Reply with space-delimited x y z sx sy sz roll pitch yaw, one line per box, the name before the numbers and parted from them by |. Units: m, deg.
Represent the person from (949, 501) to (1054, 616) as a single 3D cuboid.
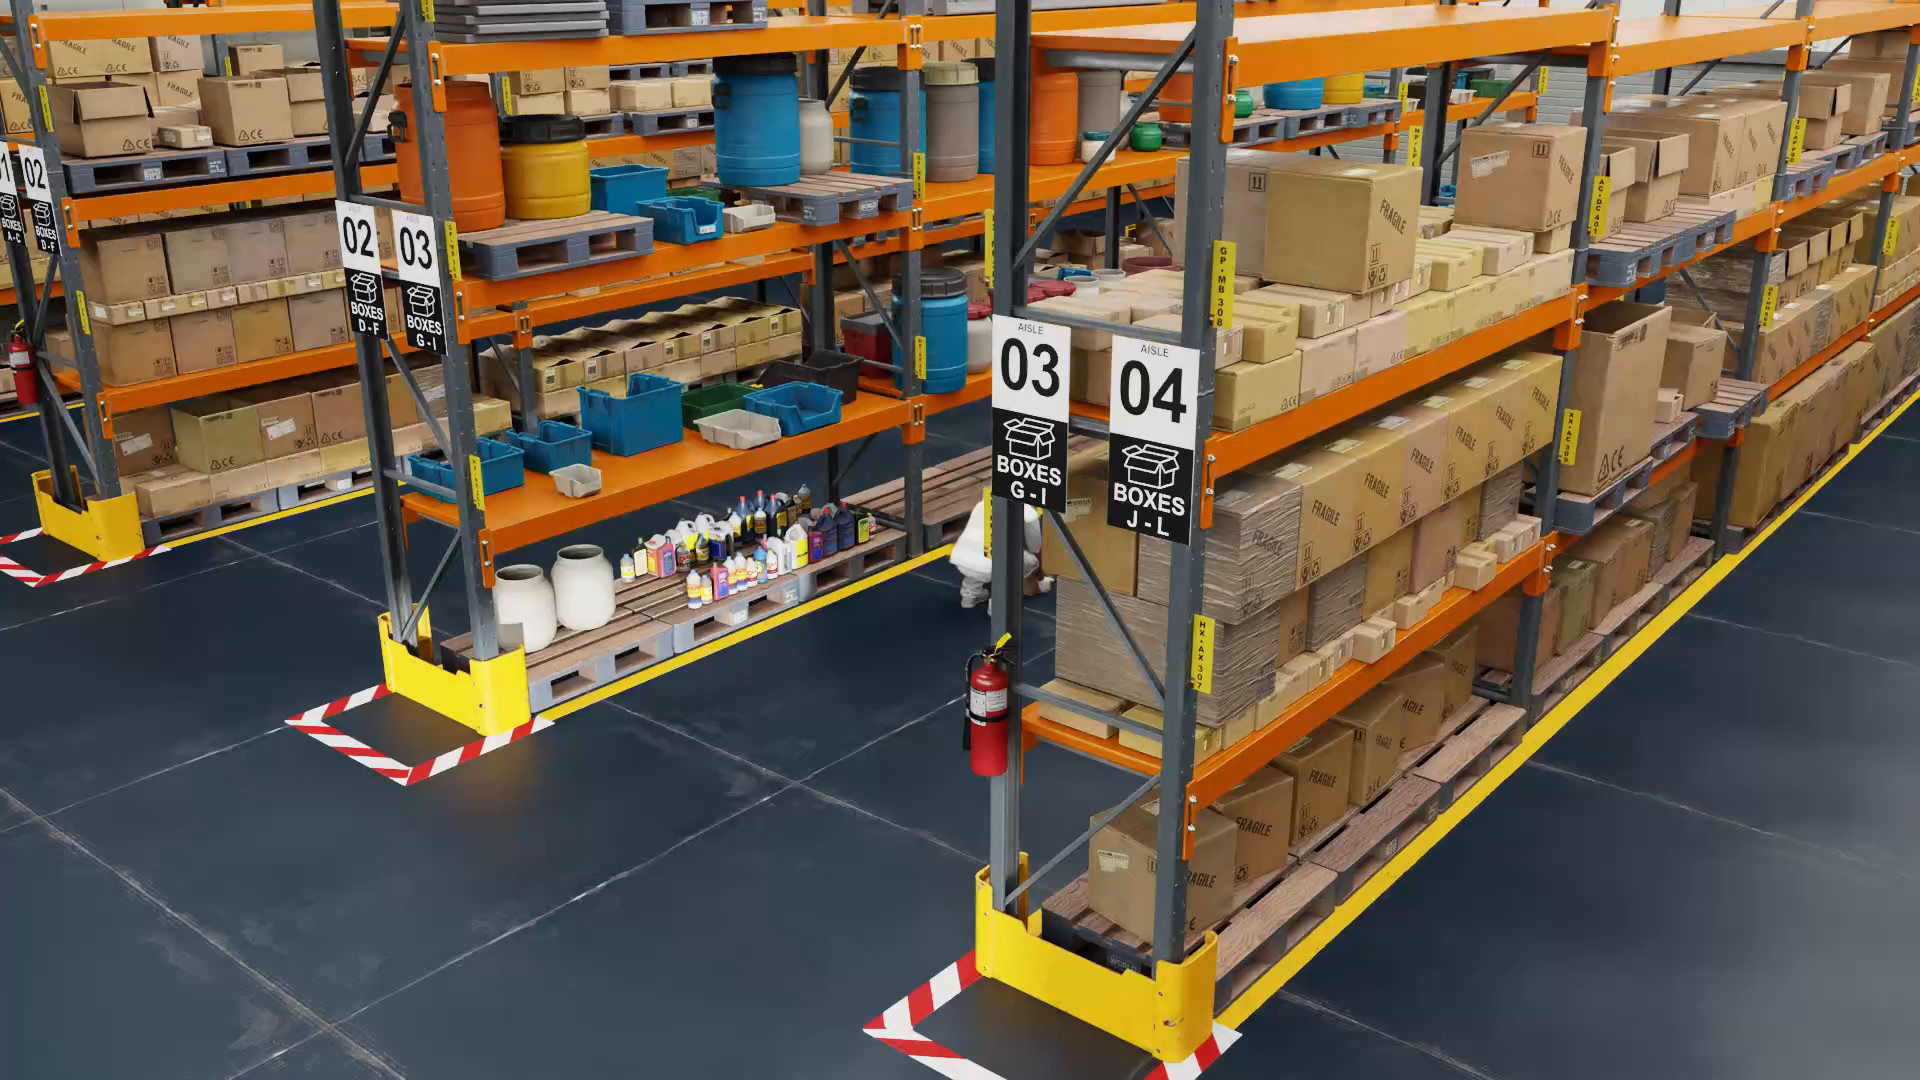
person | 0.294 0.081 12.291 0.574 0.884 0.919 16 25 36
